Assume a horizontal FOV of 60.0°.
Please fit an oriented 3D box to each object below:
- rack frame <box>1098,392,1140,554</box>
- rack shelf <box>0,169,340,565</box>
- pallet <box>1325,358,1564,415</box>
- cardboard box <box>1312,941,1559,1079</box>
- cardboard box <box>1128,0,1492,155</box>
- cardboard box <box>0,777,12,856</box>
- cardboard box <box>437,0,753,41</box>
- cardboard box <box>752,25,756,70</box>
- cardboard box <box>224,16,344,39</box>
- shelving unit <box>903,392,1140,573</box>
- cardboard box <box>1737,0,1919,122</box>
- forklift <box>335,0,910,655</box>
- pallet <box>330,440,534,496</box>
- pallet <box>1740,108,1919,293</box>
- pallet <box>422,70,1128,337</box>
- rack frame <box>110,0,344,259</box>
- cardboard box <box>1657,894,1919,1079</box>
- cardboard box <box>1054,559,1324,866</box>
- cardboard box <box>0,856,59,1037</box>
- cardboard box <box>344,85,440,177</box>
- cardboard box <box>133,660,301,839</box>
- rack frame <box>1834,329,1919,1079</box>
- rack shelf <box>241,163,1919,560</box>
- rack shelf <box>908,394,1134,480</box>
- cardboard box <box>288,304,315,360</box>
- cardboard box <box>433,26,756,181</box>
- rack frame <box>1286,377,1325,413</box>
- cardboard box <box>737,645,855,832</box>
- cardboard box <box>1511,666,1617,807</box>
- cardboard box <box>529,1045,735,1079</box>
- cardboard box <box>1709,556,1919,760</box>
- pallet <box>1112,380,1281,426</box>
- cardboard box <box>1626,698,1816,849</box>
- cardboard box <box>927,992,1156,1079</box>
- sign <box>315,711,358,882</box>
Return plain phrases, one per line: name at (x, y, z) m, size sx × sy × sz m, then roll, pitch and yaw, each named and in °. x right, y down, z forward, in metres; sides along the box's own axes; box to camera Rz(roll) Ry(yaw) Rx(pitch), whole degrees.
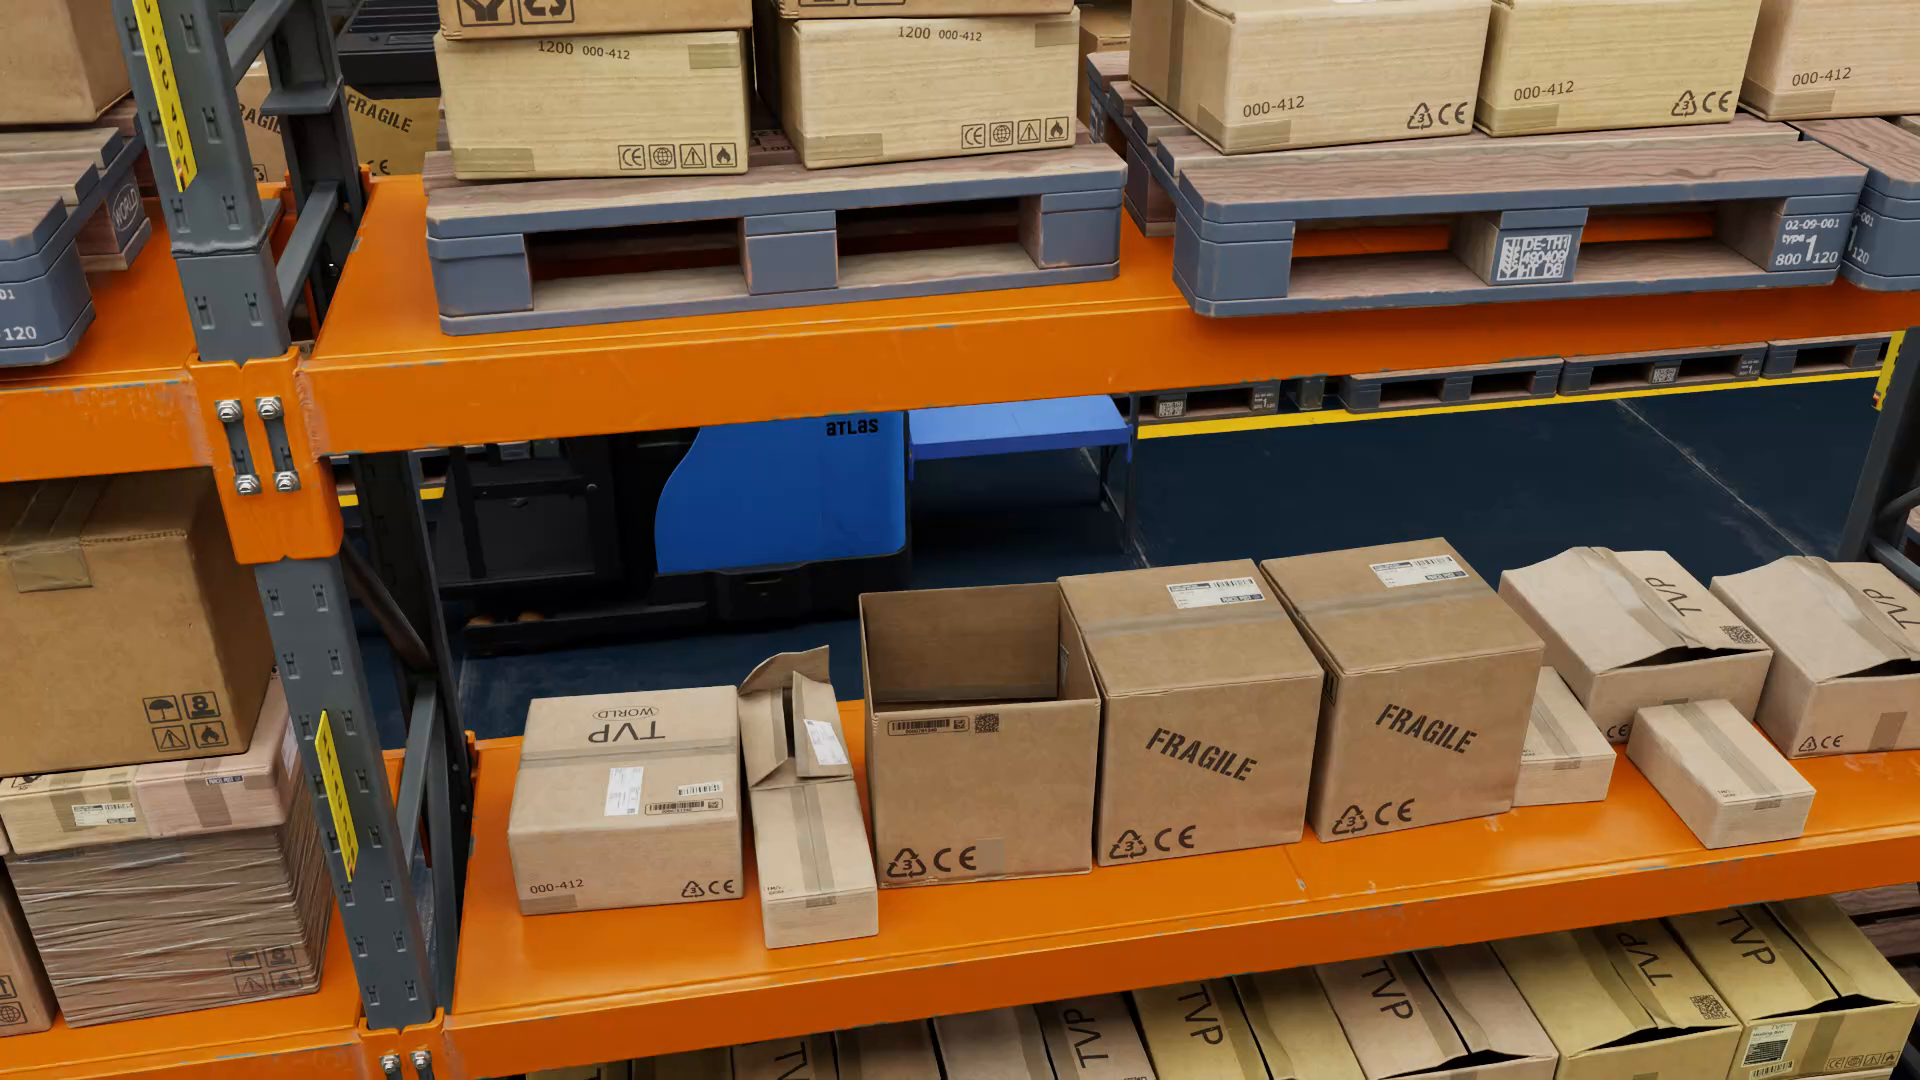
rack frame at (0.728, -0.709, 7.476) m, size 0.032 × 1.500 × 0.500 m, roll -5°, pitch 31°, yaw -8°
rack shelf at (-3.212, -0.197, 2.876) m, size 4.000 × 0.370 × 1.077 m, roll -5°, pitch 31°, yaw -9°
pallet at (2.583, -1.063, 9.350) m, size 1.213 × 0.211 × 1.003 m, roll -5°, pitch 31°, yaw -9°
cardboard box at (1.212, 1.267, 4.381) m, size 0.500 × 0.311 × 0.500 m, roll -5°, pitch 31°, yaw -9°
cardboard box at (0.647, -0.950, 3.180) m, size 0.500 × 0.250 × 0.500 m, roll -8°, pitch 31°, yaw -13°
cardboard box at (-1.974, 0.459, 3.271) m, size 0.250 × 0.149 × 0.380 m, roll -6°, pitch 31°, yaw -10°
cardboard box at (-0.631, -1.166, 2.808) m, size 0.500 × 0.500 × 0.500 m, roll -5°, pitch 31°, yaw -8°
cardboard box at (-1.083, -2.175, 7.958) m, size 0.500 × 0.500 × 0.700 m, roll -2°, pitch 31°, yaw -4°
cardboard box at (-3.150, -2.149, 7.834) m, size 0.500 × 0.500 × 0.500 m, roll -5°, pitch 31°, yaw -9°
shelving unit at (0.227, -0.666, 7.402) m, size 1.048 × 1.500 × 0.538 m, roll -5°, pitch 31°, yaw -8°
cardboard box at (1.741, -1.045, 3.341) m, size 0.500 × 0.250 × 0.500 m, roll -4°, pitch 31°, yaw -8°
forklift at (-1.785, -1.072, 6.681) m, size 3.031 × 2.935 × 1.130 m, roll -5°, pitch 31°, yaw -8°
pallet at (-2.795, -0.585, 8.536) m, size 1.213 × 0.211 × 1.003 m, roll -5°, pitch 31°, yaw -9°
pallet at (2.038, -0.867, 3.491) m, size 1.003 × 0.211 × 1.213 m, roll -4°, pitch 31°, yaw -7°
pallet at (-0.379, -0.694, 3.200) m, size 1.217 × 0.209 × 0.805 m, roll -7°, pitch 31°, yaw -11°
rack frame at (-1.245, -1.982, 2.243) m, size 0.127 × 3.000 × 1.000 m, roll -5°, pitch 31°, yaw -9°
cardboard box at (2.219, 1.172, 4.543) m, size 0.500 × 0.311 × 0.500 m, roll -5°, pitch 31°, yaw -8°
cardboard box at (0.524, 0.405, 4.004) m, size 0.500 × 0.500 × 0.500 m, roll -5°, pitch 31°, yaw -9°
cardboard box at (-2.198, 0.656, 3.577) m, size 0.500 × 0.500 × 0.700 m, roll -6°, pitch 31°, yaw -9°
cardboard box at (-2.550, -1.936, 7.471) m, size 0.500 × 0.500 × 0.500 m, roll -5°, pitch 31°, yaw -9°
cardboard box at (-1.474, 0.413, 3.350) m, size 0.250 × 0.149 × 0.380 m, roll -5°, pitch 31°, yaw -9°
rack frame at (2.690, 0.238, 4.385) m, size 0.127 × 3.000 × 1.000 m, roll -5°, pitch 31°, yaw -9°
rack shelf at (0.723, -0.562, 3.497) m, size 4.000 × 0.370 × 1.077 m, roll -5°, pitch 31°, yaw -9°
rack shelf at (0.227, -0.510, 7.493) m, size 1.000 × 0.185 × 0.538 m, roll -5°, pitch 31°, yaw -8°
cardboard box at (-3.154, -0.863, 8.291) m, size 0.500 × 0.500 × 0.500 m, roll -8°, pitch 31°, yaw -13°
cardboard box at (-0.637, -0.857, 3.023) m, size 0.500 × 0.250 × 0.500 m, roll -2°, pitch 31°, yaw -4°
rack frame at (1.794, -2.231, 8.585) m, size 0.127 × 3.000 × 1.000 m, roll -5°, pitch 31°, yaw -9°
cardboard box at (-0.413, 0.490, 4.090) m, size 0.258 × 0.266 × 0.396 m, roll -6°, pitch 31°, yaw -10°
cardboard box at (1.446, 0.491, 4.203) m, size 0.250 × 0.149 × 0.380 m, roll -3°, pitch 31°, yaw -5°
cardboard box at (-0.793, 1.453, 4.065) m, size 0.500 × 0.311 × 0.500 m, roll -5°, pitch 31°, yaw -9°
cardboard box at (2.324, 0.288, 4.388) m, size 0.500 × 0.311 × 0.500 m, roll -3°, pitch 31°, yaw -6°
pallet at (1.025, -0.958, 9.172) m, size 1.213 × 0.211 × 1.003 m, roll -5°, pitch 31°, yaw -9°
cardboard box at (1.855, 0.567, 4.075) m, size 0.250 × 0.149 × 0.380 m, roll -5°, pitch 31°, yaw -9°
cardboard box at (0.209, 1.362, 4.220) m, size 0.500 × 0.311 × 0.500 m, roll -6°, pitch 31°, yaw -11°
sign at (-1.143, 0.473, 3.054) m, size 0.005 × 0.325 × 0.100 m, roll -5°, pitch 31°, yaw -9°
